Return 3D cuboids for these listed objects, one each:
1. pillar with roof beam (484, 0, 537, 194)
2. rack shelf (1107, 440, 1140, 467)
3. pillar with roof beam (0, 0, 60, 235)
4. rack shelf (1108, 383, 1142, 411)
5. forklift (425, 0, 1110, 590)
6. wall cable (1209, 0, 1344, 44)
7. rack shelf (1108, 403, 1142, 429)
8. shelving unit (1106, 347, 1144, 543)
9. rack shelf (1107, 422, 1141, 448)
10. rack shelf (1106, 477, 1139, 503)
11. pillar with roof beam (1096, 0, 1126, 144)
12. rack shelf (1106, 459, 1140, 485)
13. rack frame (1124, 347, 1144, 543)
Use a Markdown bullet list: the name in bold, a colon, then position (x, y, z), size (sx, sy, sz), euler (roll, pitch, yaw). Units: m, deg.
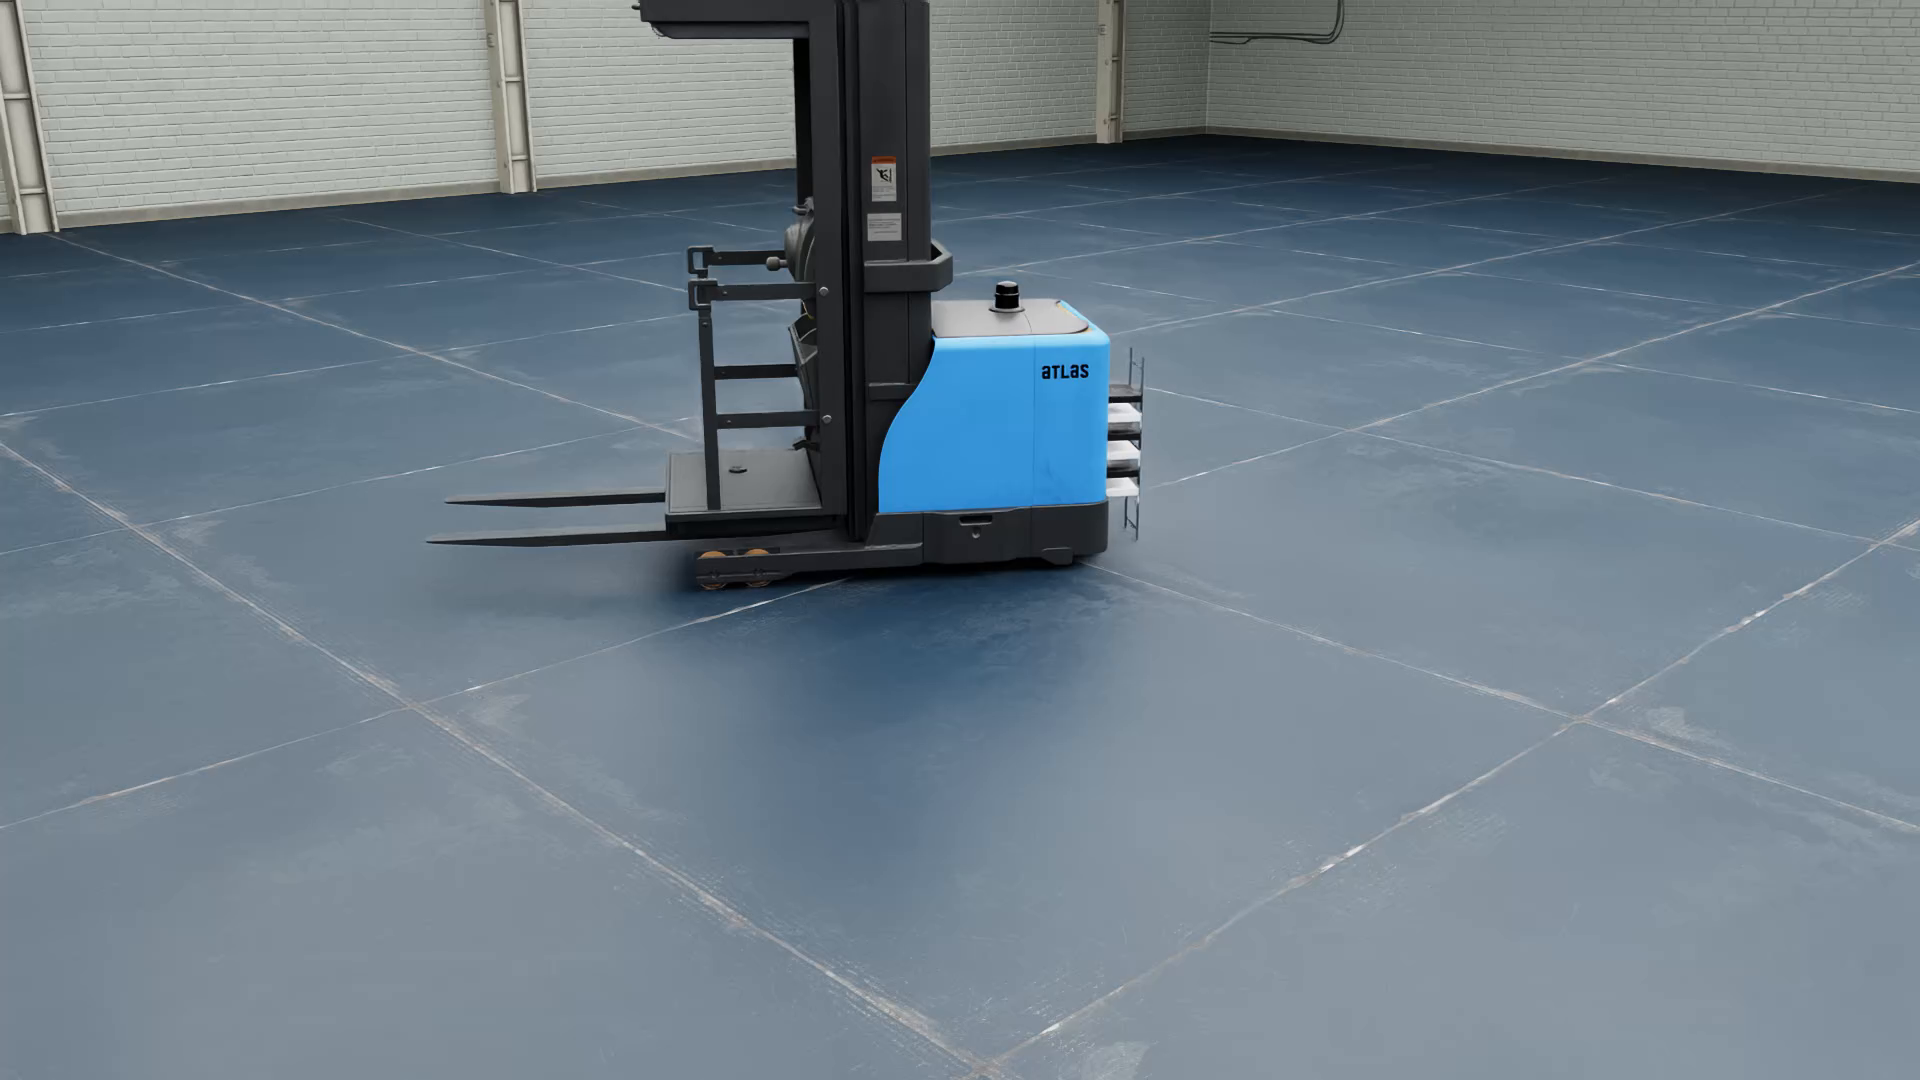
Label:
- **pillar with roof beam**: position (-3.037, -8.044, 18.203), size (0.400, 9.000, 9.100), euler (-16, 24, -41)
- **rack shelf**: position (0.728, -0.415, 7.913), size (0.200, 0.077, 0.258), euler (-3, 18, -9)
- **pillar with roof beam**: position (-7.396, -6.772, 14.282), size (0.400, 9.000, 9.100), euler (-16, 24, -41)
- **rack shelf**: position (0.728, -0.672, 7.830), size (0.200, 0.077, 0.258), euler (-3, 18, -9)
- **forklift**: position (-0.886, -1.351, 7.399), size (3.031, 2.935, 1.130), euler (-3, 18, -9)
- **wall cable**: position (5.774, -10.402, 30.511), size (0.112, 2.526, 3.097), euler (-16, 24, -41)
- **rack shelf**: position (0.728, -0.586, 7.858), size (0.200, 0.077, 0.258), euler (-3, 18, -9)
- **shelving unit**: position (0.728, -0.447, 7.903), size (0.210, 0.900, 0.258), euler (-3, 18, -9)
- **rack shelf**: position (0.728, -0.501, 7.886), size (0.200, 0.077, 0.258), euler (-3, 18, -9)
- **rack shelf**: position (0.728, -0.244, 7.969), size (0.200, 0.077, 0.258), euler (-3, 18, -9)
- **pillar with roof beam**: position (5.683, -10.586, 26.046), size (0.400, 9.000, 9.100), euler (-16, 24, -41)
- **rack shelf**: position (0.728, -0.329, 7.941), size (0.200, 0.077, 0.258), euler (-3, 18, -9)
- **rack frame**: position (0.829, -0.452, 7.918), size (0.006, 0.900, 0.240), euler (-3, 18, -9)
